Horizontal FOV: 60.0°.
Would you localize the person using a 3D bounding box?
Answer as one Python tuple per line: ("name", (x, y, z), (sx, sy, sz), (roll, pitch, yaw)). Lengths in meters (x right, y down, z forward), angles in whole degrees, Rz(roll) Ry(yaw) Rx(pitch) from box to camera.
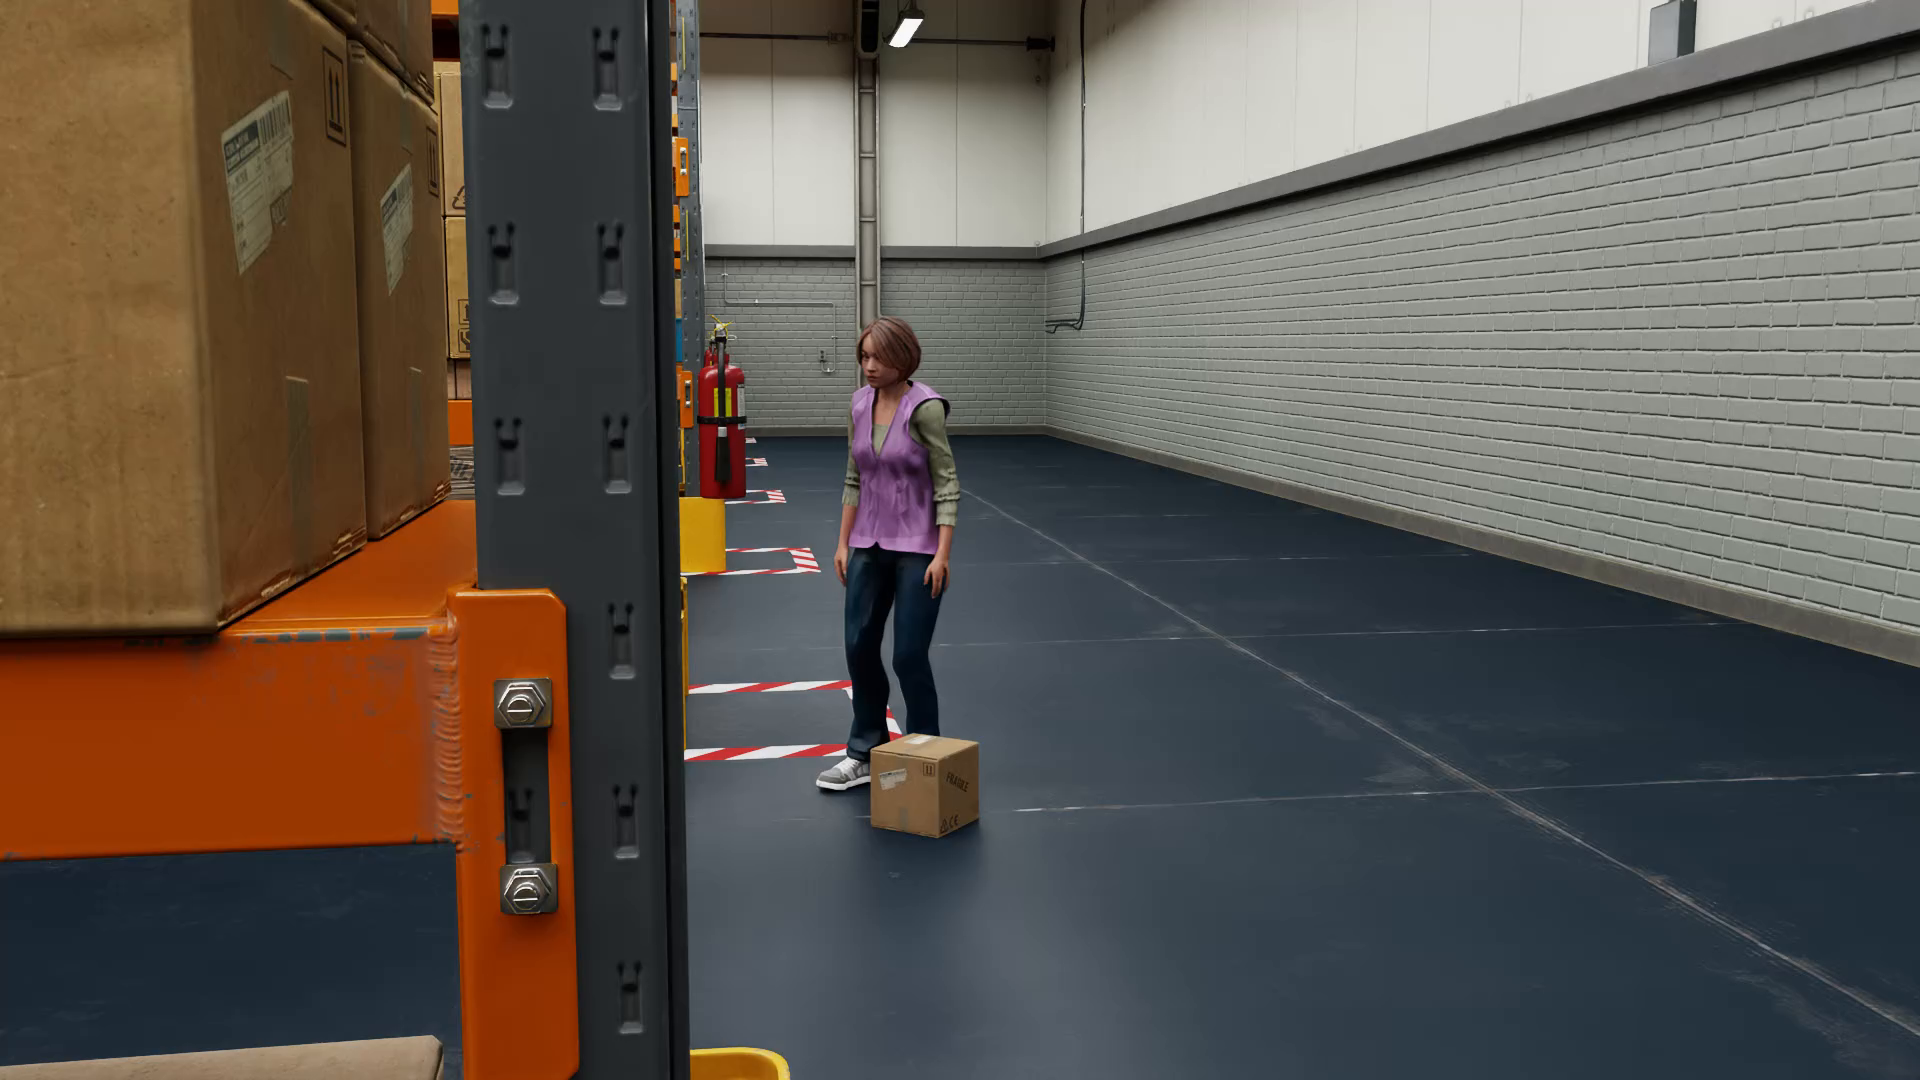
("person", (-0.220, 0.060, 5.529), (0.474, 1.591, 0.346), (5, 8, 34))
